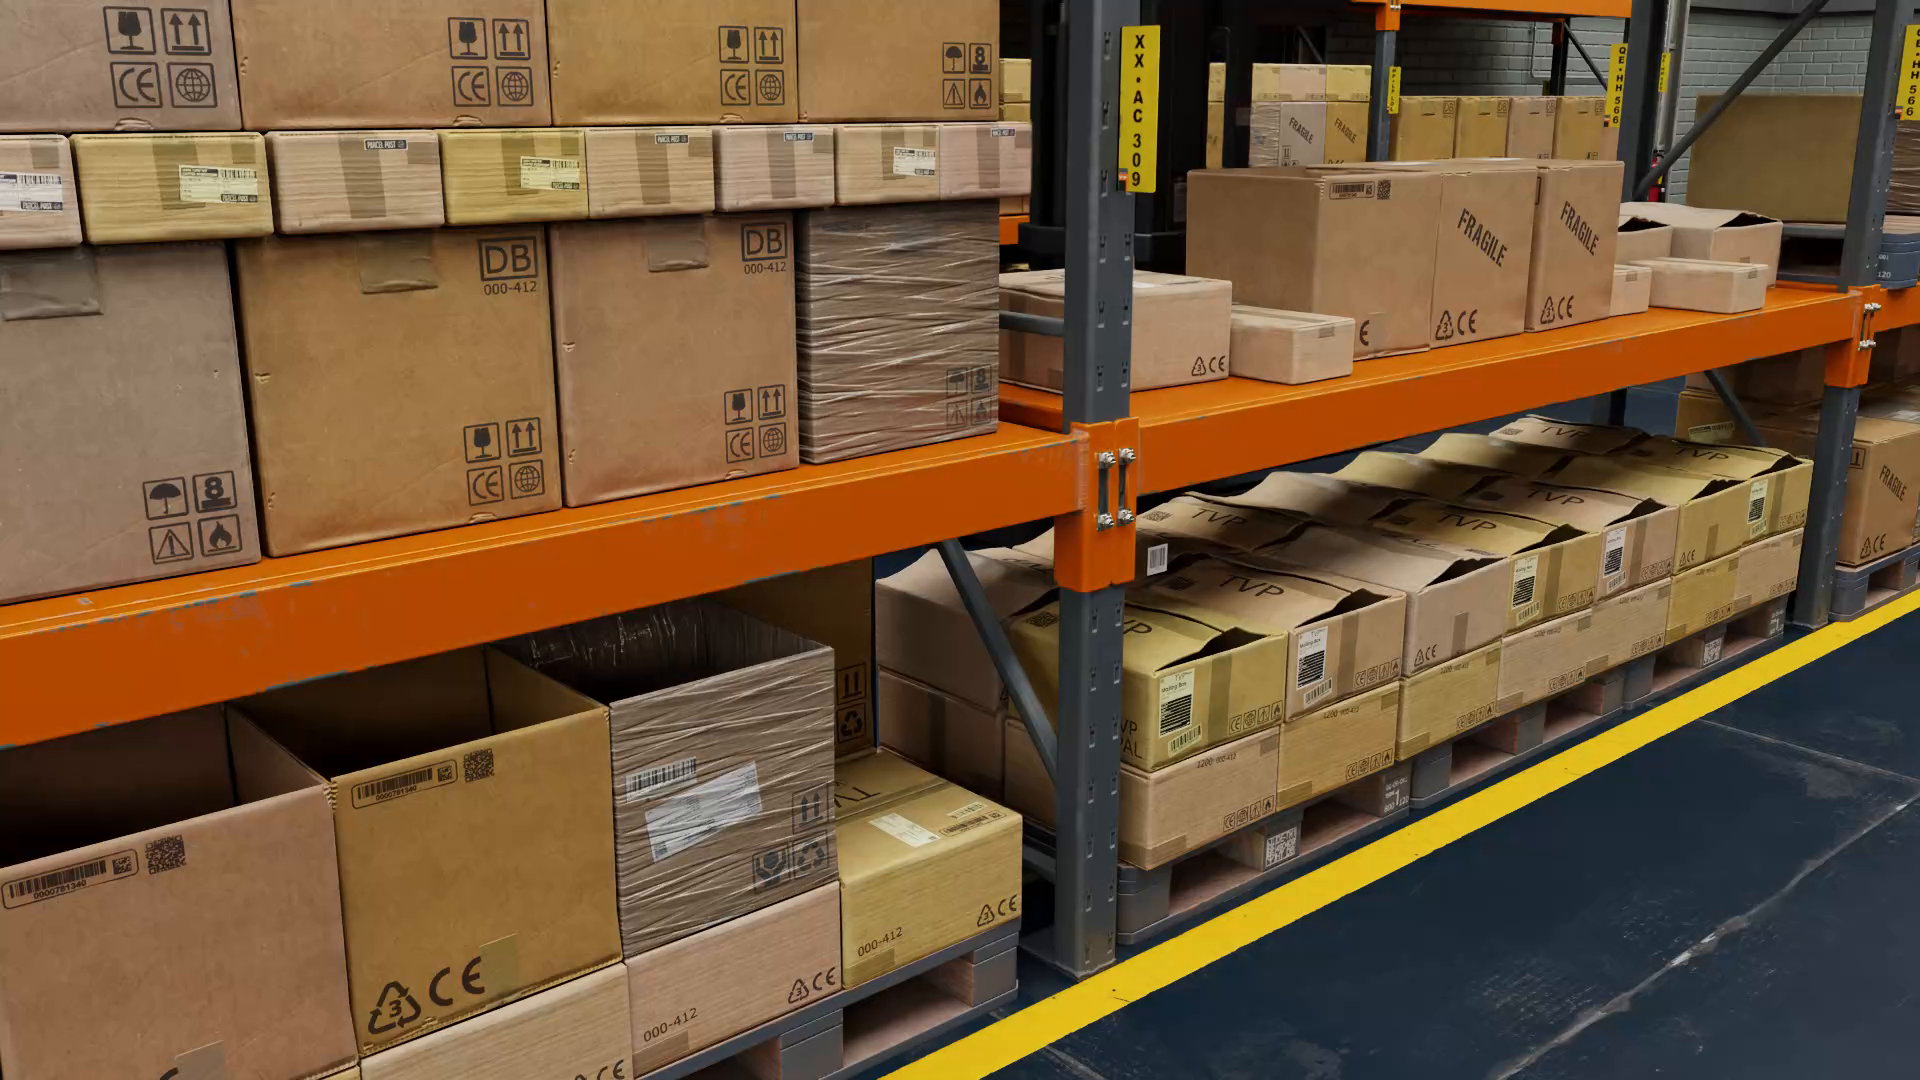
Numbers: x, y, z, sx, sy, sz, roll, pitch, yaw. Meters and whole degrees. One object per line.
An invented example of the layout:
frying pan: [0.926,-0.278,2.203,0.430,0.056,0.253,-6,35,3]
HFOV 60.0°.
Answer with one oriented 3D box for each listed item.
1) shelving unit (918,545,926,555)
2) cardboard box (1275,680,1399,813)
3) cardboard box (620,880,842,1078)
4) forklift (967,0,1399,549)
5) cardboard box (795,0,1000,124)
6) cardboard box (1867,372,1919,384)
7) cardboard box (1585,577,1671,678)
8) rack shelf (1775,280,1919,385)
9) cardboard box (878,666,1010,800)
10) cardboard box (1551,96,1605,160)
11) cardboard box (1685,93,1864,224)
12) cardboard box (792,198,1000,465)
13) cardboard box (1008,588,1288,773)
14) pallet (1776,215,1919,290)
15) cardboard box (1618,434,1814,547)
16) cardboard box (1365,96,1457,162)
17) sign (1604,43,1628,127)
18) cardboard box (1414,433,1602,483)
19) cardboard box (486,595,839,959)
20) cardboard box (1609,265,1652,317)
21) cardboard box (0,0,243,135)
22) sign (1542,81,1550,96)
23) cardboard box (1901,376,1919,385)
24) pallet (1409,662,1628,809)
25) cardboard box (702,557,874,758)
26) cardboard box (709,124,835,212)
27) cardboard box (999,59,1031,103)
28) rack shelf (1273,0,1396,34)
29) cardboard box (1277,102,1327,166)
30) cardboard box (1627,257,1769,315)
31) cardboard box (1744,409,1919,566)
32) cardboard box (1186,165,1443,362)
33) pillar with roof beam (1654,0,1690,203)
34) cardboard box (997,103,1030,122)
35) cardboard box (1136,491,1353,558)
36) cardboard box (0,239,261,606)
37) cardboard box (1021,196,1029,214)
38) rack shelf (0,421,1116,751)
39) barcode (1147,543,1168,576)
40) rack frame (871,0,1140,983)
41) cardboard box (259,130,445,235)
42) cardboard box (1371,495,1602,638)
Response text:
shelving unit: [-0.159,-0.548,7.477,0.189,1.200,0.258,-11,19,-37]
cardboard box: [0.850,0.496,4.596,0.500,0.250,0.500,-12,19,-38]
cardboard box: [-0.593,0.806,3.435,0.500,0.250,0.500,-13,19,-39]
forklift: [1.142,-1.632,8.179,3.031,2.935,1.130,-11,19,-37]
cardboard box: [-0.334,-1.122,3.431,0.500,0.500,0.700,-13,19,-39]
cardboard box: [4.348,-0.588,8.129,0.500,0.500,0.500,-14,20,-41]
cardboard box: [2.010,0.234,5.577,0.500,0.250,0.500,-12,19,-38]
rack shelf: [4.523,-1.192,7.795,4.000,0.370,1.077,-13,19,-39]
cardboard box: [0.120,0.475,4.672,0.500,0.250,0.500,-13,20,-40]
cardboard box: [4.875,-3.451,14.277,0.700,0.700,0.980,-13,20,-40]
cardboard box: [3.416,-1.581,6.849,0.700,0.500,0.500,8,17,28]
cardboard box: [-0.334,-0.495,3.598,0.500,0.500,0.700,-13,20,-41]
cardboard box: [0.472,0.310,4.206,0.500,0.311,0.500,-13,19,-39]
pallet: [3.480,-1.237,6.940,1.003,0.211,1.213,-13,19,-39]
cardboard box: [2.781,-0.210,6.151,0.500,0.311,0.500,-12,19,-38]
cardboard box: [3.197,-3.076,12.872,0.700,0.700,0.980,-12,19,-39]
sign: [2.651,-1.826,6.684,0.005,0.325,0.100,-13,19,-39]
cardboard box: [2.036,-0.224,6.205,0.500,0.311,0.500,-13,20,-41]
cardboard box: [-0.594,0.443,3.339,0.500,0.500,0.500,-13,19,-39]
cardboard box: [2.089,-0.853,5.617,0.250,0.149,0.380,-11,18,-35]
cardboard box: [-1.469,-0.867,2.476,0.500,0.500,0.700,-13,19,-39]
sign: [5.435,-4.086,15.402,0.005,0.325,0.100,-13,19,-39]
cardboard box: [4.709,-0.491,7.766,0.500,0.500,0.500,-14,20,-41]
pallet: [1.448,0.484,5.531,1.213,0.211,1.003,-13,19,-39]
cardboard box: [-0.558,0.257,4.035,0.500,0.500,0.500,-13,19,-39]
cardboard box: [-0.451,-0.711,3.149,0.250,0.149,0.380,-13,20,-41]
cardboard box: [0.293,-2.760,10.010,0.500,0.250,0.500,-12,19,-38]
rack shelf: [1.269,-3.605,11.016,4.000,0.370,1.077,-13,19,-39]
cardboard box: [2.216,-2.829,11.718,0.500,0.500,0.500,-12,19,-39]
cardboard box: [2.517,-0.874,5.695,0.250,0.149,0.380,-13,19,-39]
cardboard box: [3.545,-0.227,6.780,0.500,0.500,0.500,-12,19,-37]
cardboard box: [0.984,-0.788,4.694,0.500,0.500,0.500,-11,18,-35]
pillar with roof beam: [10.090,-6.206,13.547,0.400,9.000,9.100,-13,19,-39]
cardboard box: [0.294,-2.399,10.110,0.500,0.500,0.500,-12,19,-38]
cardboard box: [0.881,0.033,5.241,0.500,0.311,0.500,-13,20,-40]
cardboard box: [-1.494,-0.234,2.618,0.500,0.500,0.700,-12,19,-38]
cardboard box: [0.356,-2.105,10.265,0.250,0.149,0.380,-12,19,-39]
rack shelf: [-1.512,0.163,2.722,4.000,0.370,1.077,-13,19,-39]
barcode: [0.463,0.046,3.898,0.075,0.075,0.001,-13,19,-39]
rack frame: [-0.003,-0.523,3.897,0.127,3.000,1.000,-13,19,-39]
cardboard box: [-1.026,-0.583,2.668,0.250,0.149,0.380,-12,19,-38]
cardboard box: [1.631,0.049,5.182,0.500,0.311,0.500,-12,19,-38]
